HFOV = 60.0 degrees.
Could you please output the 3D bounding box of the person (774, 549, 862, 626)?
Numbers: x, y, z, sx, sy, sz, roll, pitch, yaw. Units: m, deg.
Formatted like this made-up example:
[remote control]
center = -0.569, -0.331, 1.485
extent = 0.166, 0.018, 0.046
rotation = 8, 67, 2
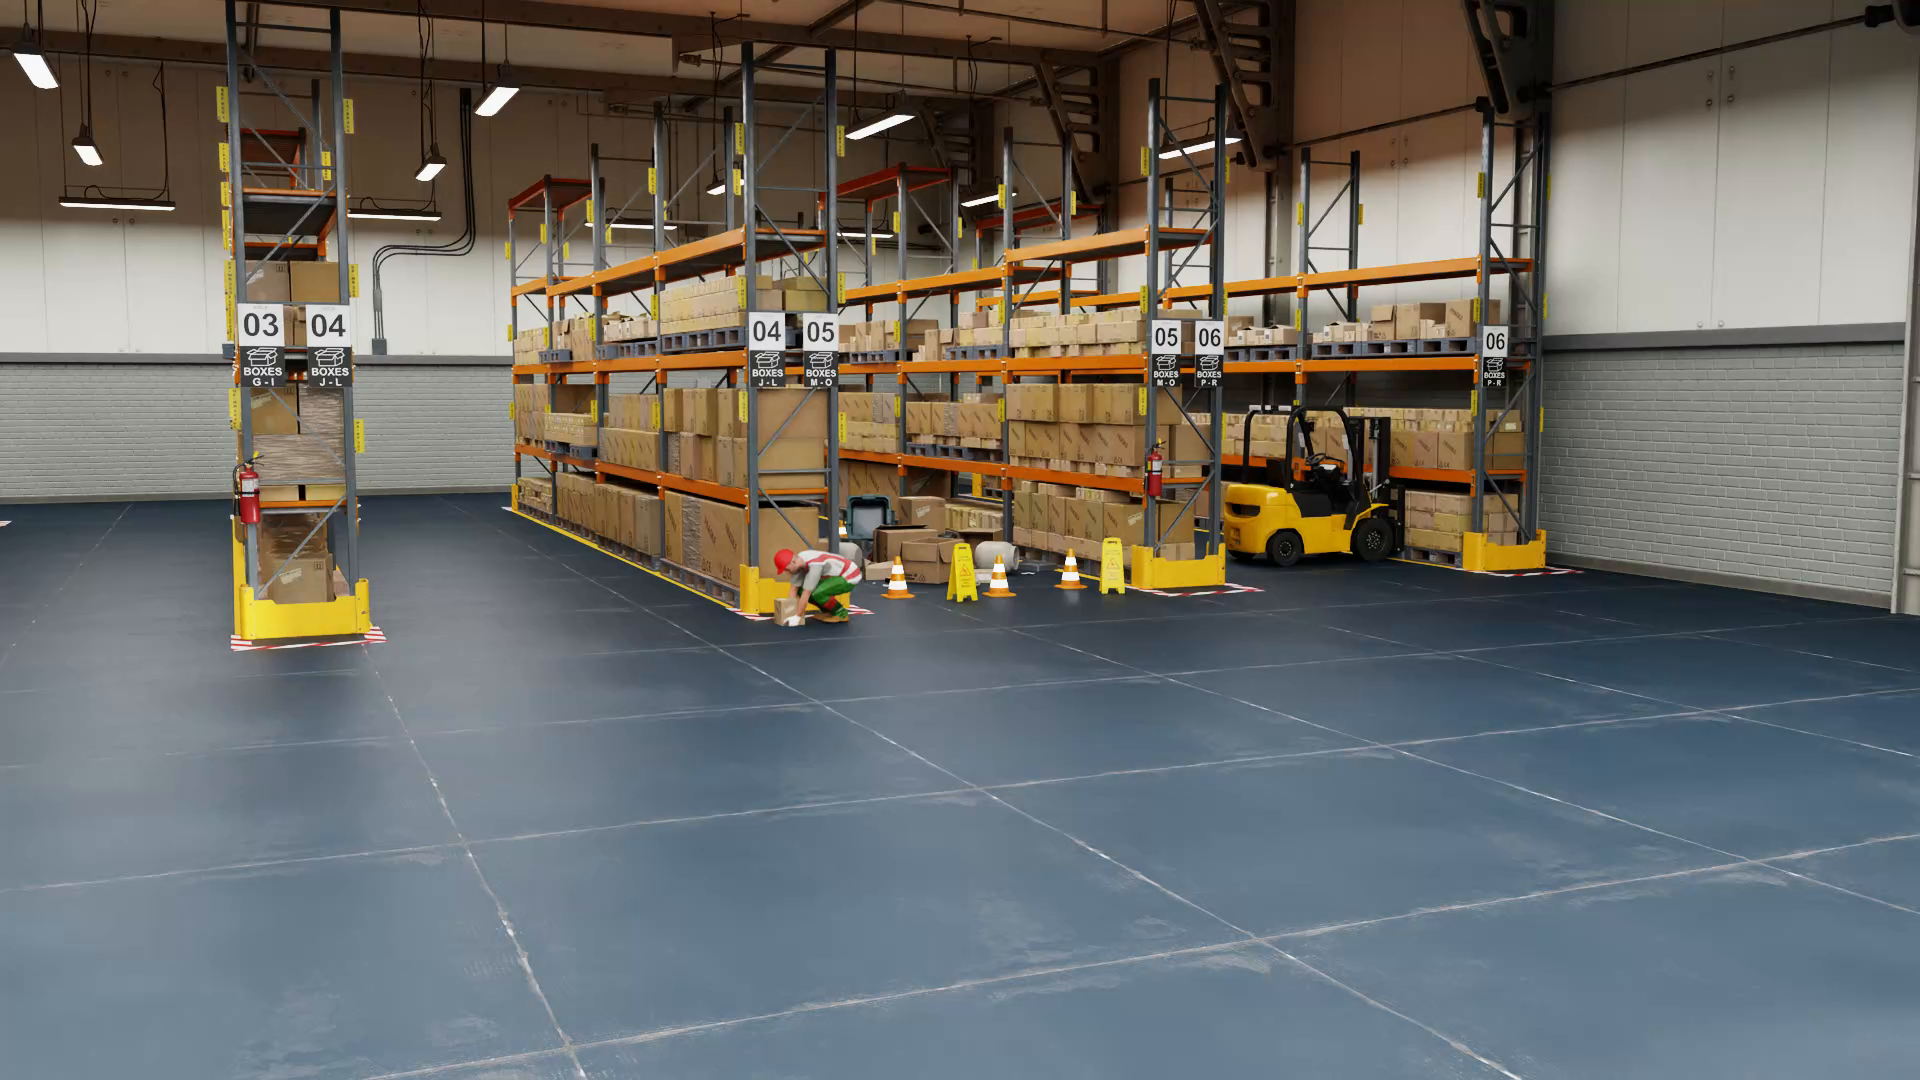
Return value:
[person]
center = -1.471, 0.498, 17.089
extent = 0.932, 0.858, 0.538
rotation = -2, 6, -25
